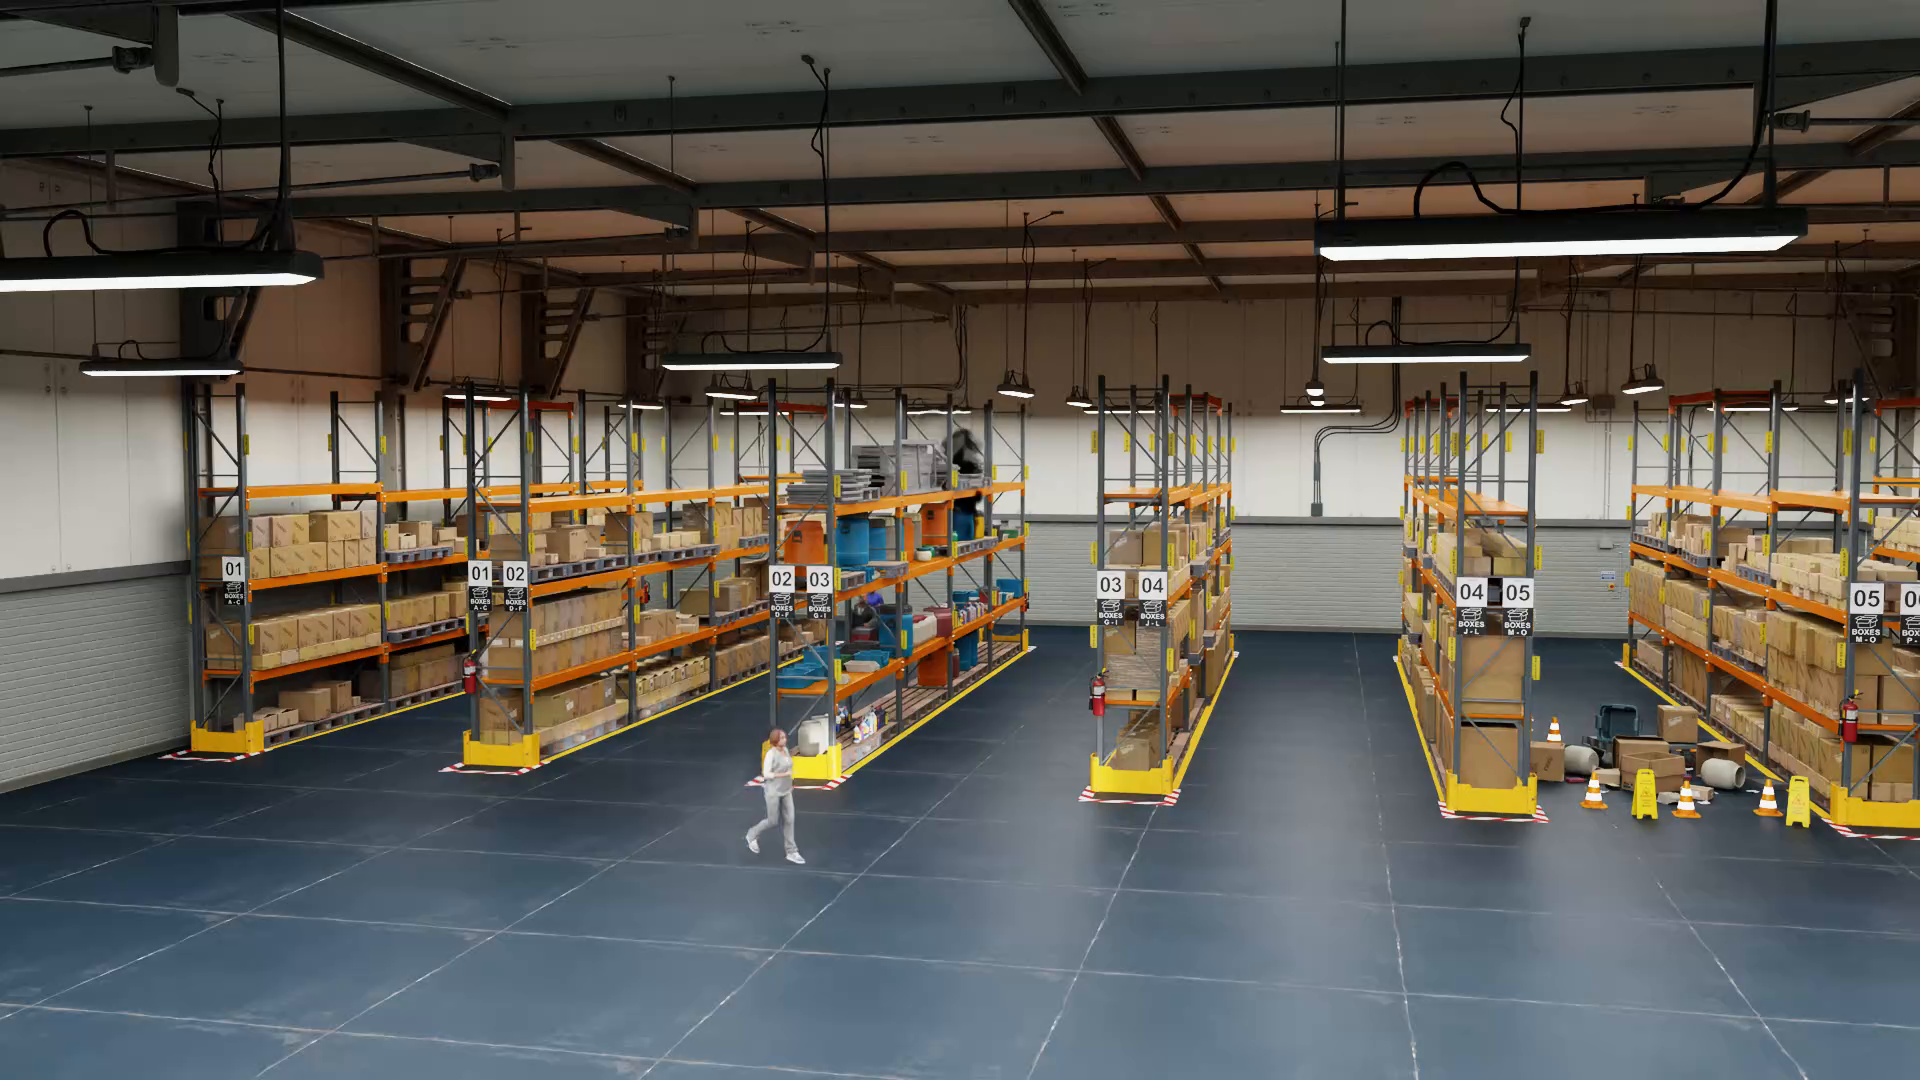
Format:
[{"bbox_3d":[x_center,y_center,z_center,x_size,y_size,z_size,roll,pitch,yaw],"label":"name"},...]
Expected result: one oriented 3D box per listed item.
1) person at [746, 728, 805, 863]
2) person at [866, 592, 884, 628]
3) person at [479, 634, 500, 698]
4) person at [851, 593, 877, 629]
[{"bbox_3d":[-2.202,3.044,19.935,0.852,1.587,0.534,2,4,32],"label":"person"},{"bbox_3d":[-2.124,1.978,40.288,0.543,1.490,0.886,0,3,-5],"label":"person"},{"bbox_3d":[-8.359,2.494,29.748,0.568,1.683,0.869,0,3,6],"label":"person"},{"bbox_3d":[-2.027,1.923,34.067,0.658,1.693,0.547,0,3,9],"label":"person"}]
